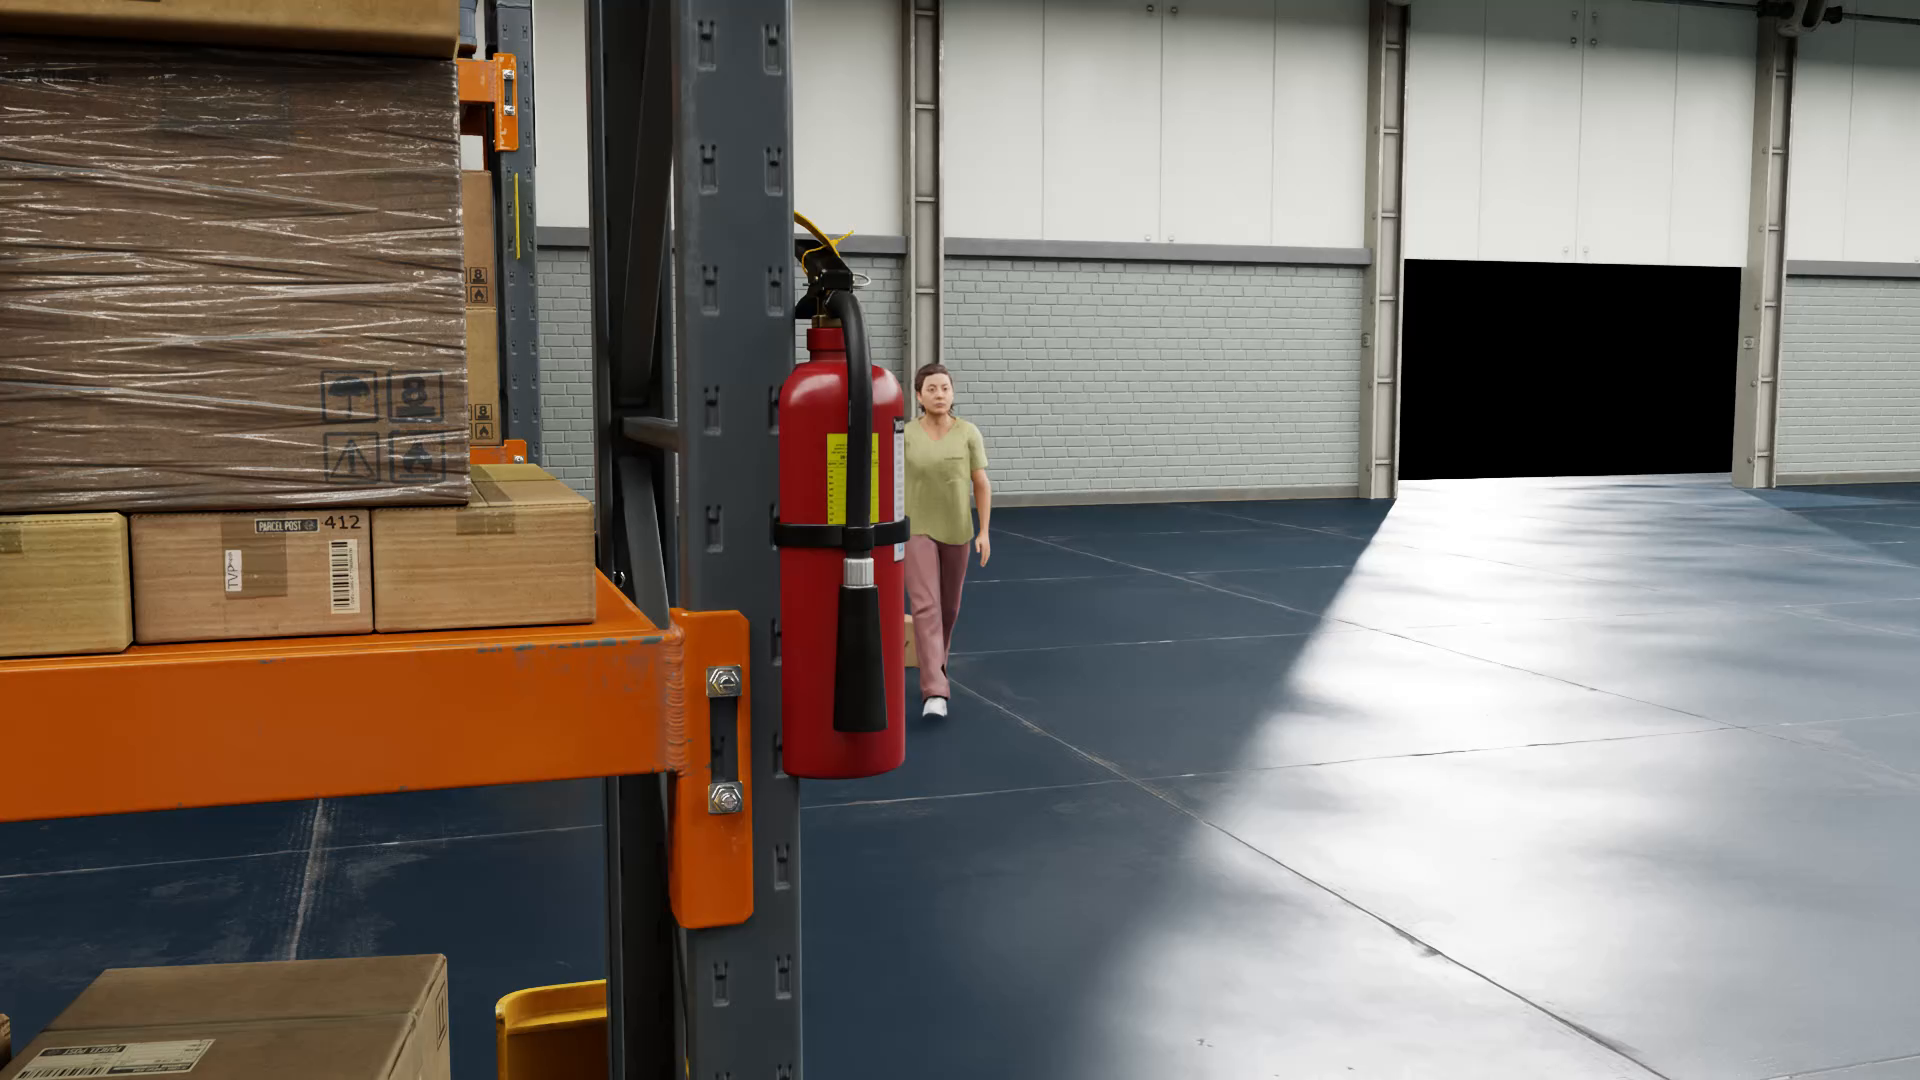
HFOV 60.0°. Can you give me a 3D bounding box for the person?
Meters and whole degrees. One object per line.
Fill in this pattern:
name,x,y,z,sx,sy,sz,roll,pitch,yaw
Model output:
person,-0.093,-0.020,7.843,0.464,1.615,1.053,-1,6,-8
